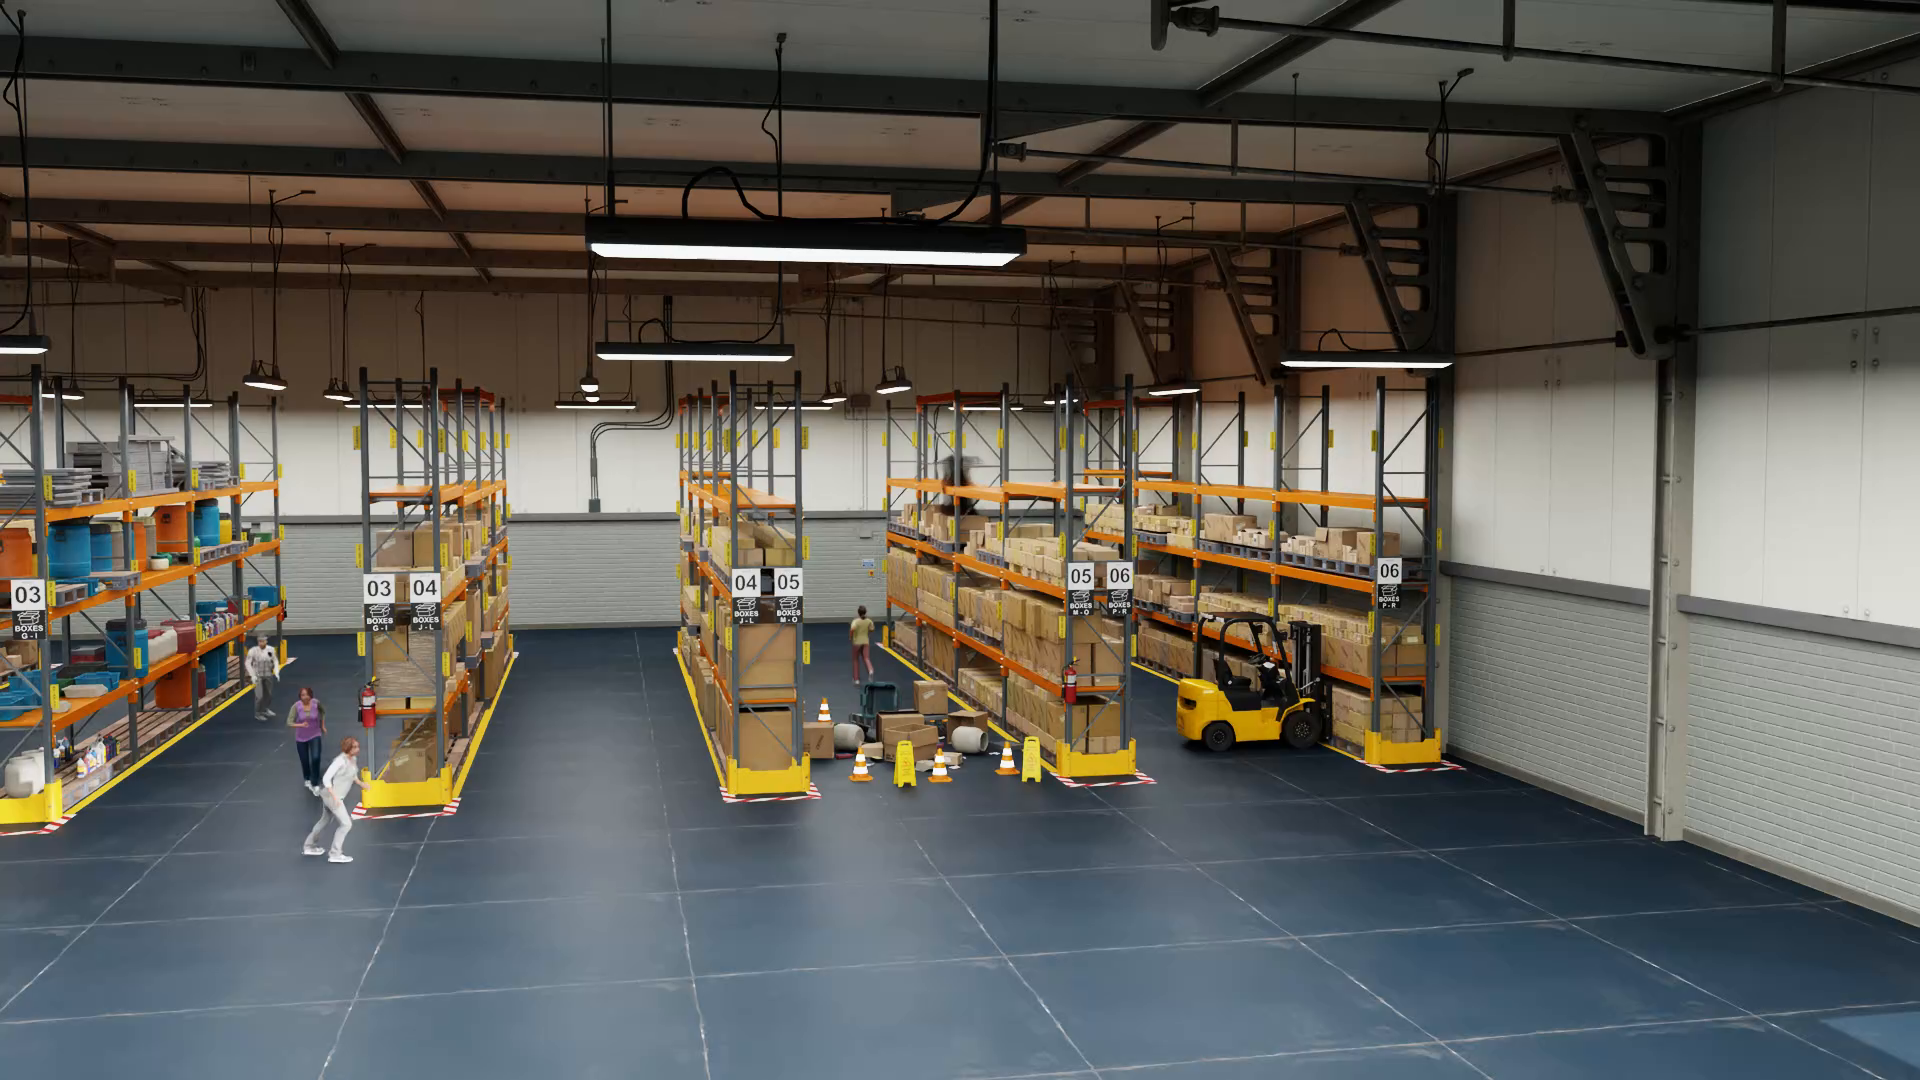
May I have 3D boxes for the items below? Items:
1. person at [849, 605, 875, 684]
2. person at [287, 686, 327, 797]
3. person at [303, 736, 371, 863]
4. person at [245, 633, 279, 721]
[{"bbox_3d":[-2.018,2.150,33.958,0.597,1.641,0.903,-1,4,-24],"label":"person"},{"bbox_3d":[-9.230,2.834,23.510,0.520,1.535,0.855,-1,4,-21],"label":"person"},{"bbox_3d":[-7.433,3.076,19.788,0.812,1.520,0.583,0,3,-8],"label":"person"},{"bbox_3d":[-12.510,2.452,29.773,0.604,1.635,0.729,-3,5,-44],"label":"person"}]
